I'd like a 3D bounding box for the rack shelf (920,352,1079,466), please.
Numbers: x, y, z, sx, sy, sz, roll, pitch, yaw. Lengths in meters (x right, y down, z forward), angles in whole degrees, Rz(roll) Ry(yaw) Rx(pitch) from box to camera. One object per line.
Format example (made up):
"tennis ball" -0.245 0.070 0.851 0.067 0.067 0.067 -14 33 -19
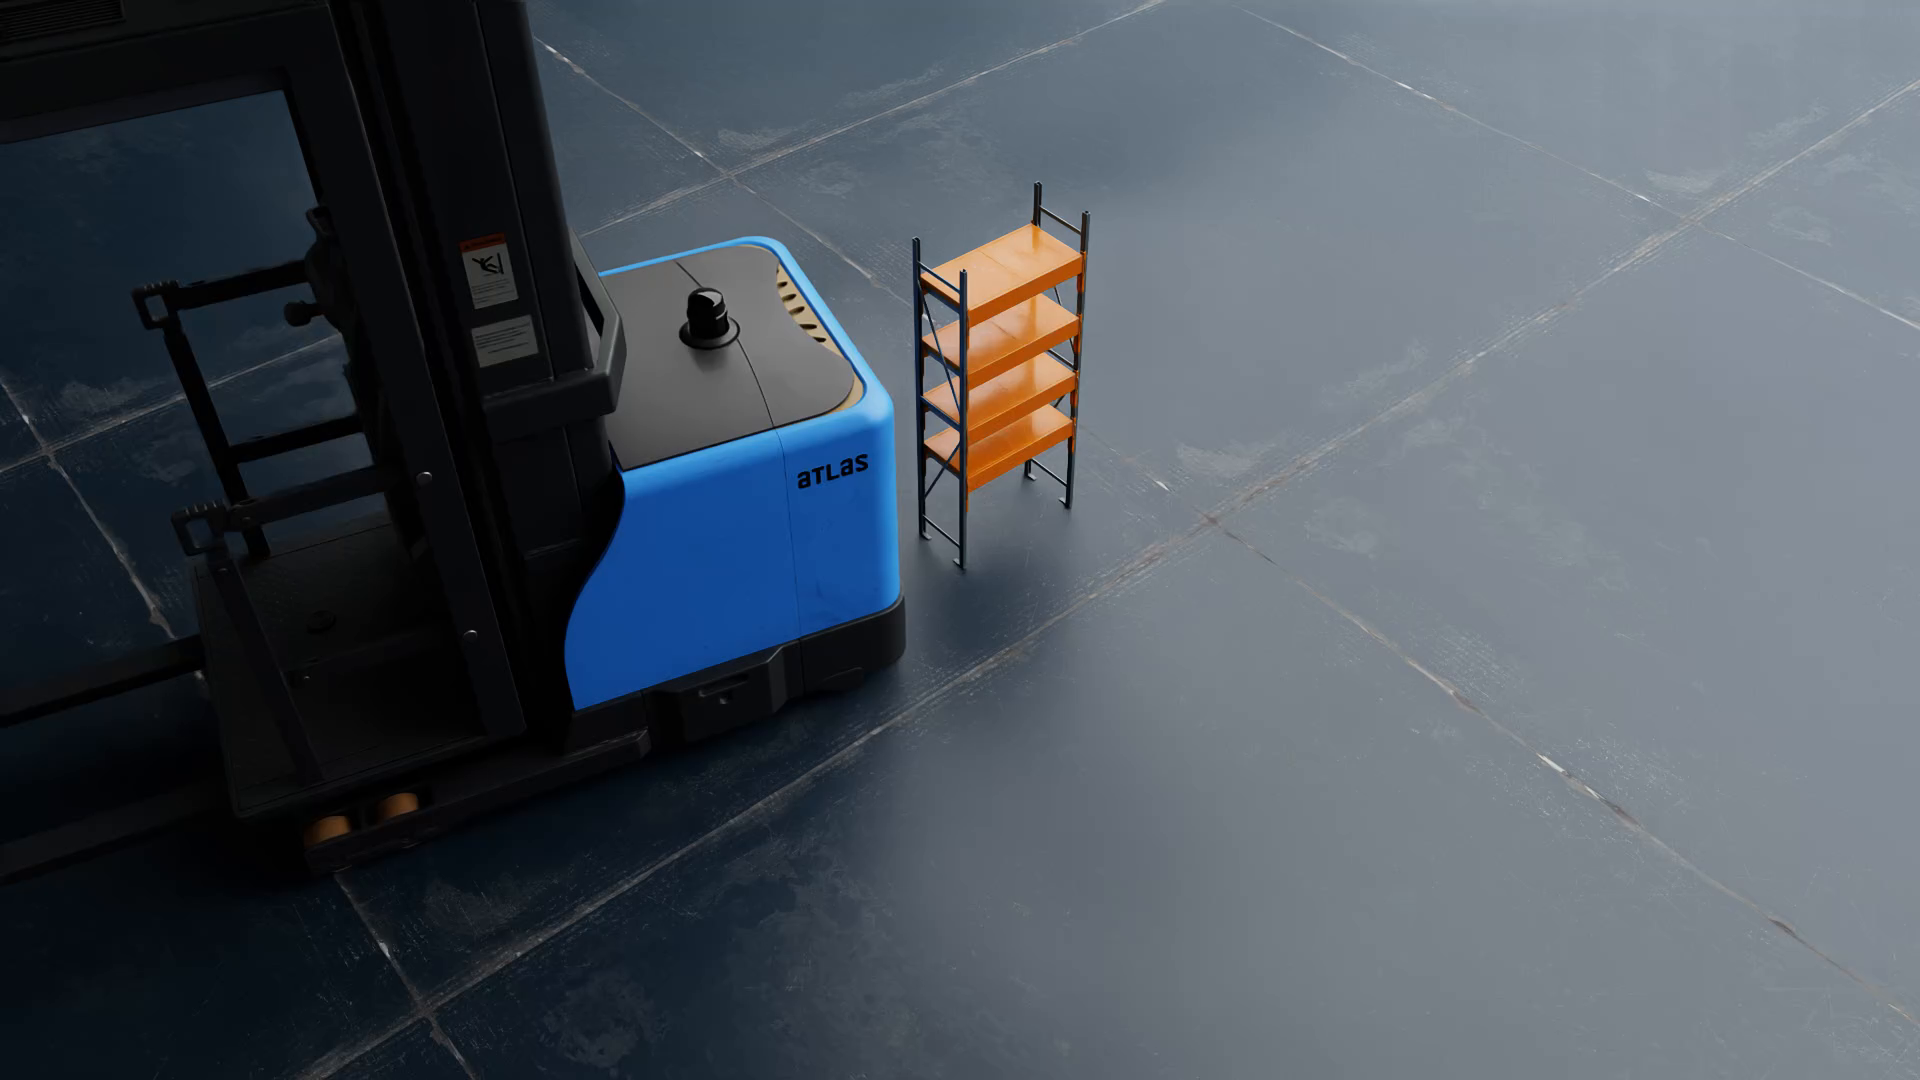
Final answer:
"rack shelf" 0.127 -0.461 5.463 0.480 0.148 0.258 -30 51 -28

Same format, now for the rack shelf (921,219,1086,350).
"rack shelf" 0.127 -0.796 5.148 0.480 0.148 0.258 -30 51 -28

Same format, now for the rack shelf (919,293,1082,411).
"rack shelf" 0.127 -0.624 5.310 0.480 0.148 0.258 -30 51 -28

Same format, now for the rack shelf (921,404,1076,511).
"rack shelf" 0.127 -0.316 5.599 0.480 0.148 0.258 -30 51 -28

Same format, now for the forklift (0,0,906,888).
"forklift" -1.731 -0.537 4.180 3.031 2.935 1.130 -18 46 -18

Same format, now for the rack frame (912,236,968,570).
"rack frame" -0.060 -0.403 5.303 0.015 1.200 0.240 -30 51 -28

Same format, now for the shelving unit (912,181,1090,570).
"shelving unit" 0.127 -0.510 5.417 0.503 1.200 0.258 -30 51 -28

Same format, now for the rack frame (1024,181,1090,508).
"rack frame" 0.314 -0.617 5.531 0.015 1.200 0.240 -30 51 -28
